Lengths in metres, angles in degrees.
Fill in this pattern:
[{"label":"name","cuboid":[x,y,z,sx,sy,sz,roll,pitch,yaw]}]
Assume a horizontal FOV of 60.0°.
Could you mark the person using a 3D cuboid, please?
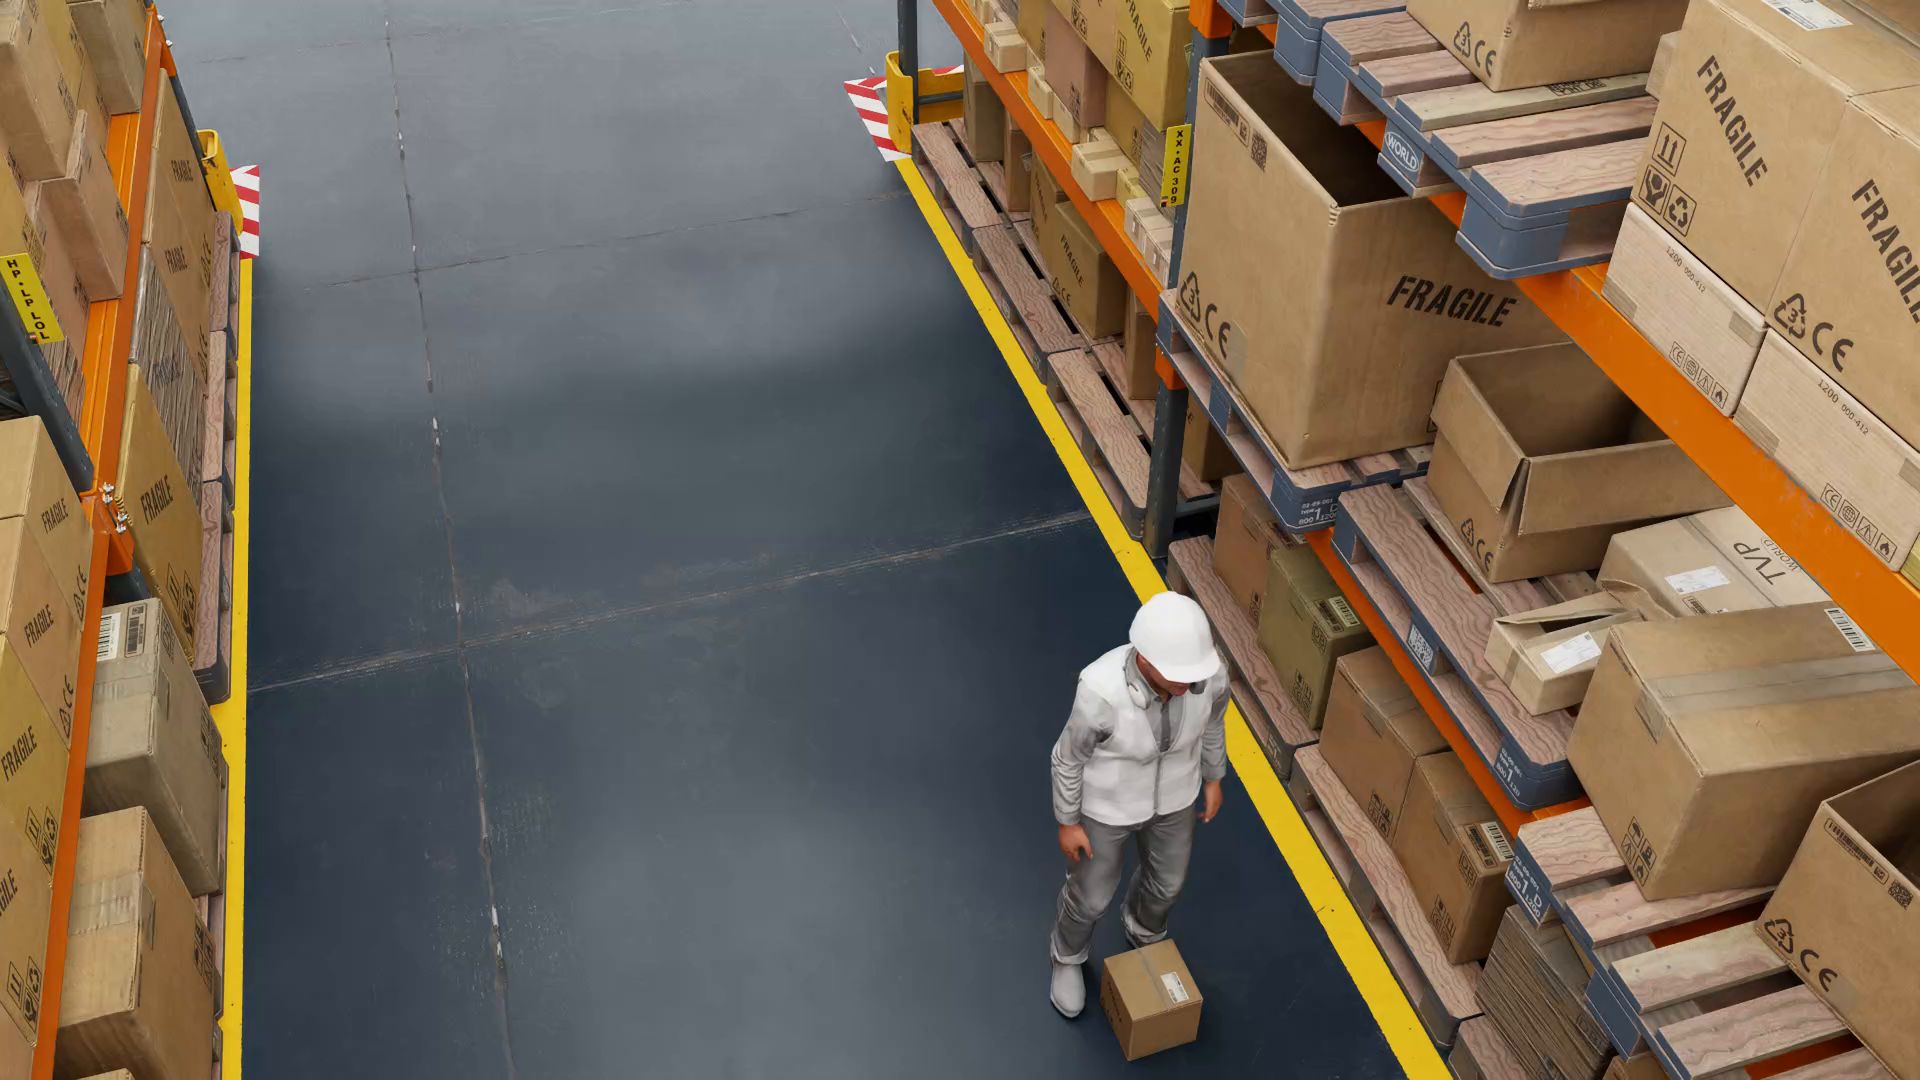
[{"label":"person","cuboid":[0.560,0.806,5.242,0.593,1.773,0.457,-14,44,-15]}]
